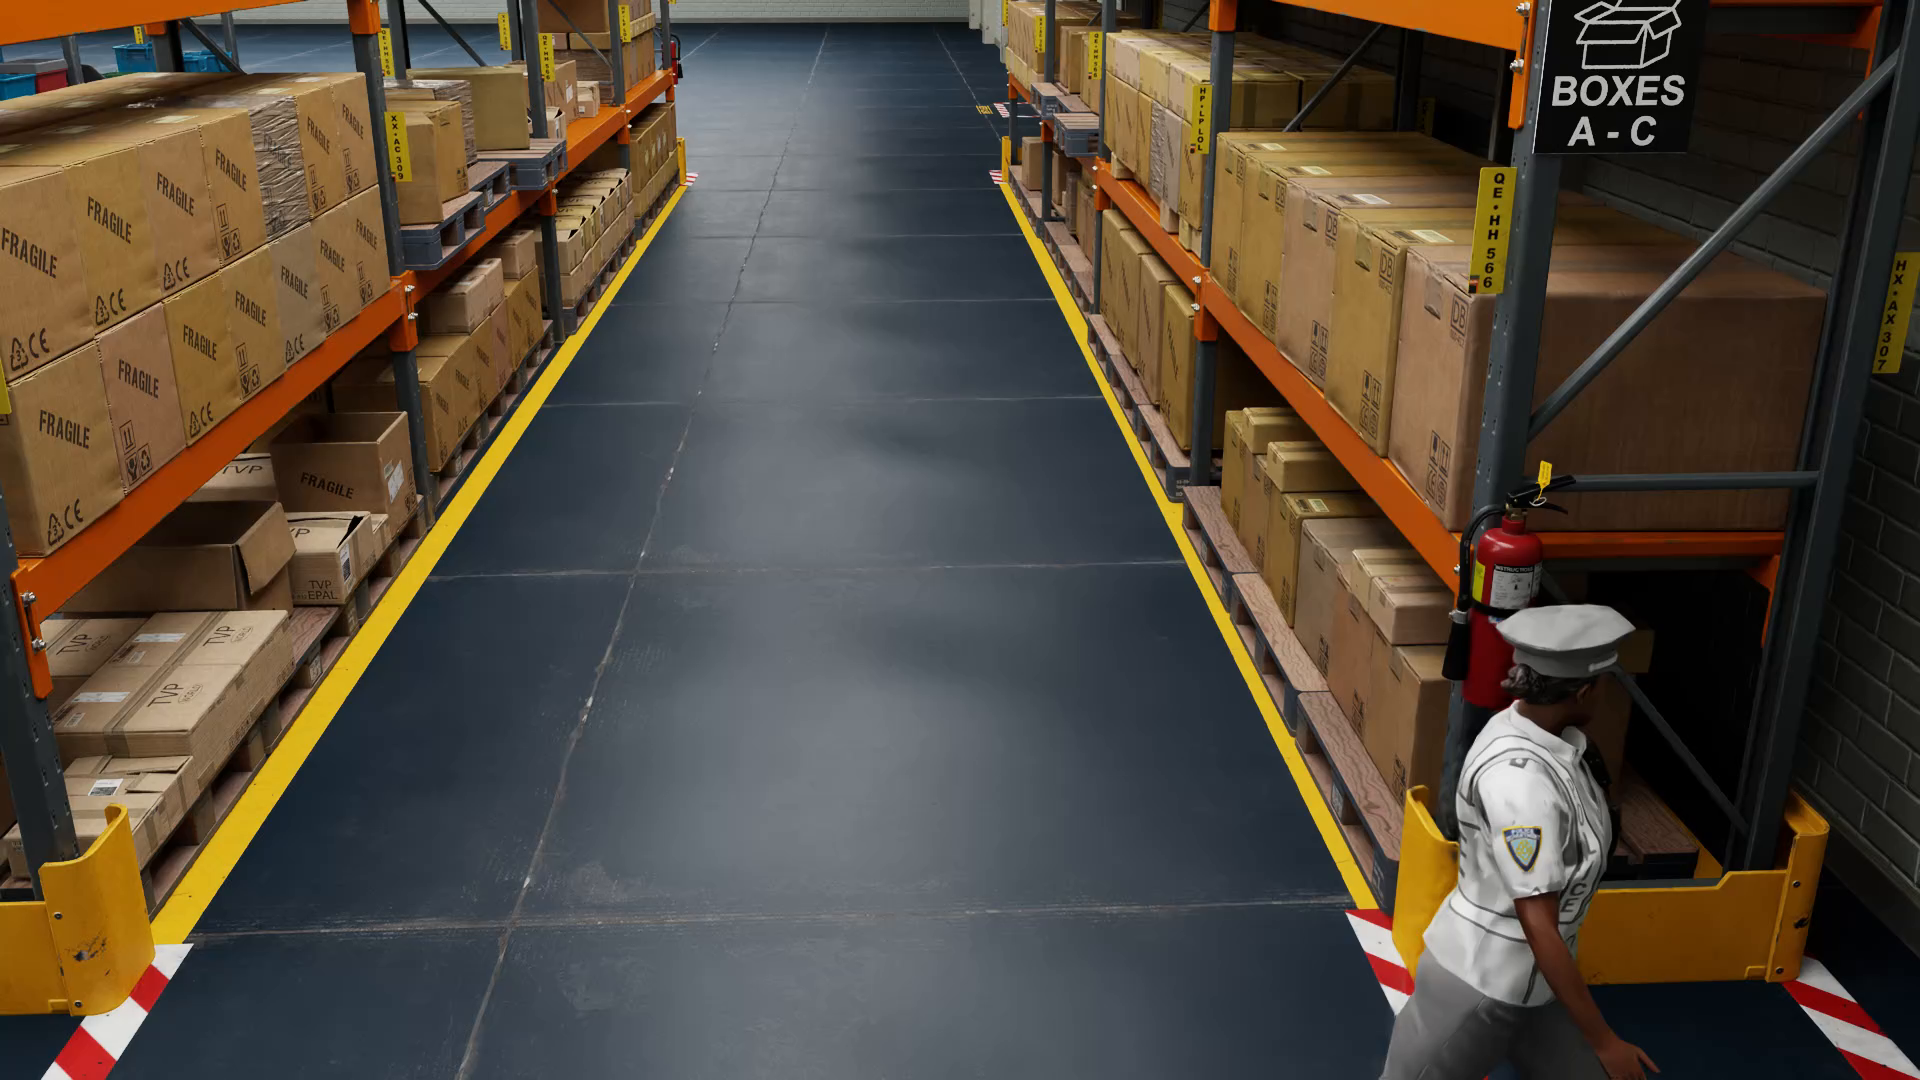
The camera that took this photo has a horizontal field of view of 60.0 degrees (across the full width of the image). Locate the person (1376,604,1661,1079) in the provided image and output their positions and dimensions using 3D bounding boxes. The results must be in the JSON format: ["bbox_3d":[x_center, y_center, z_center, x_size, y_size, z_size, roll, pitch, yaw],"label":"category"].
[{"bbox_3d":[1.234,0.952,3.536,0.957,1.618,0.570,12,24,29],"label":"person"}]
